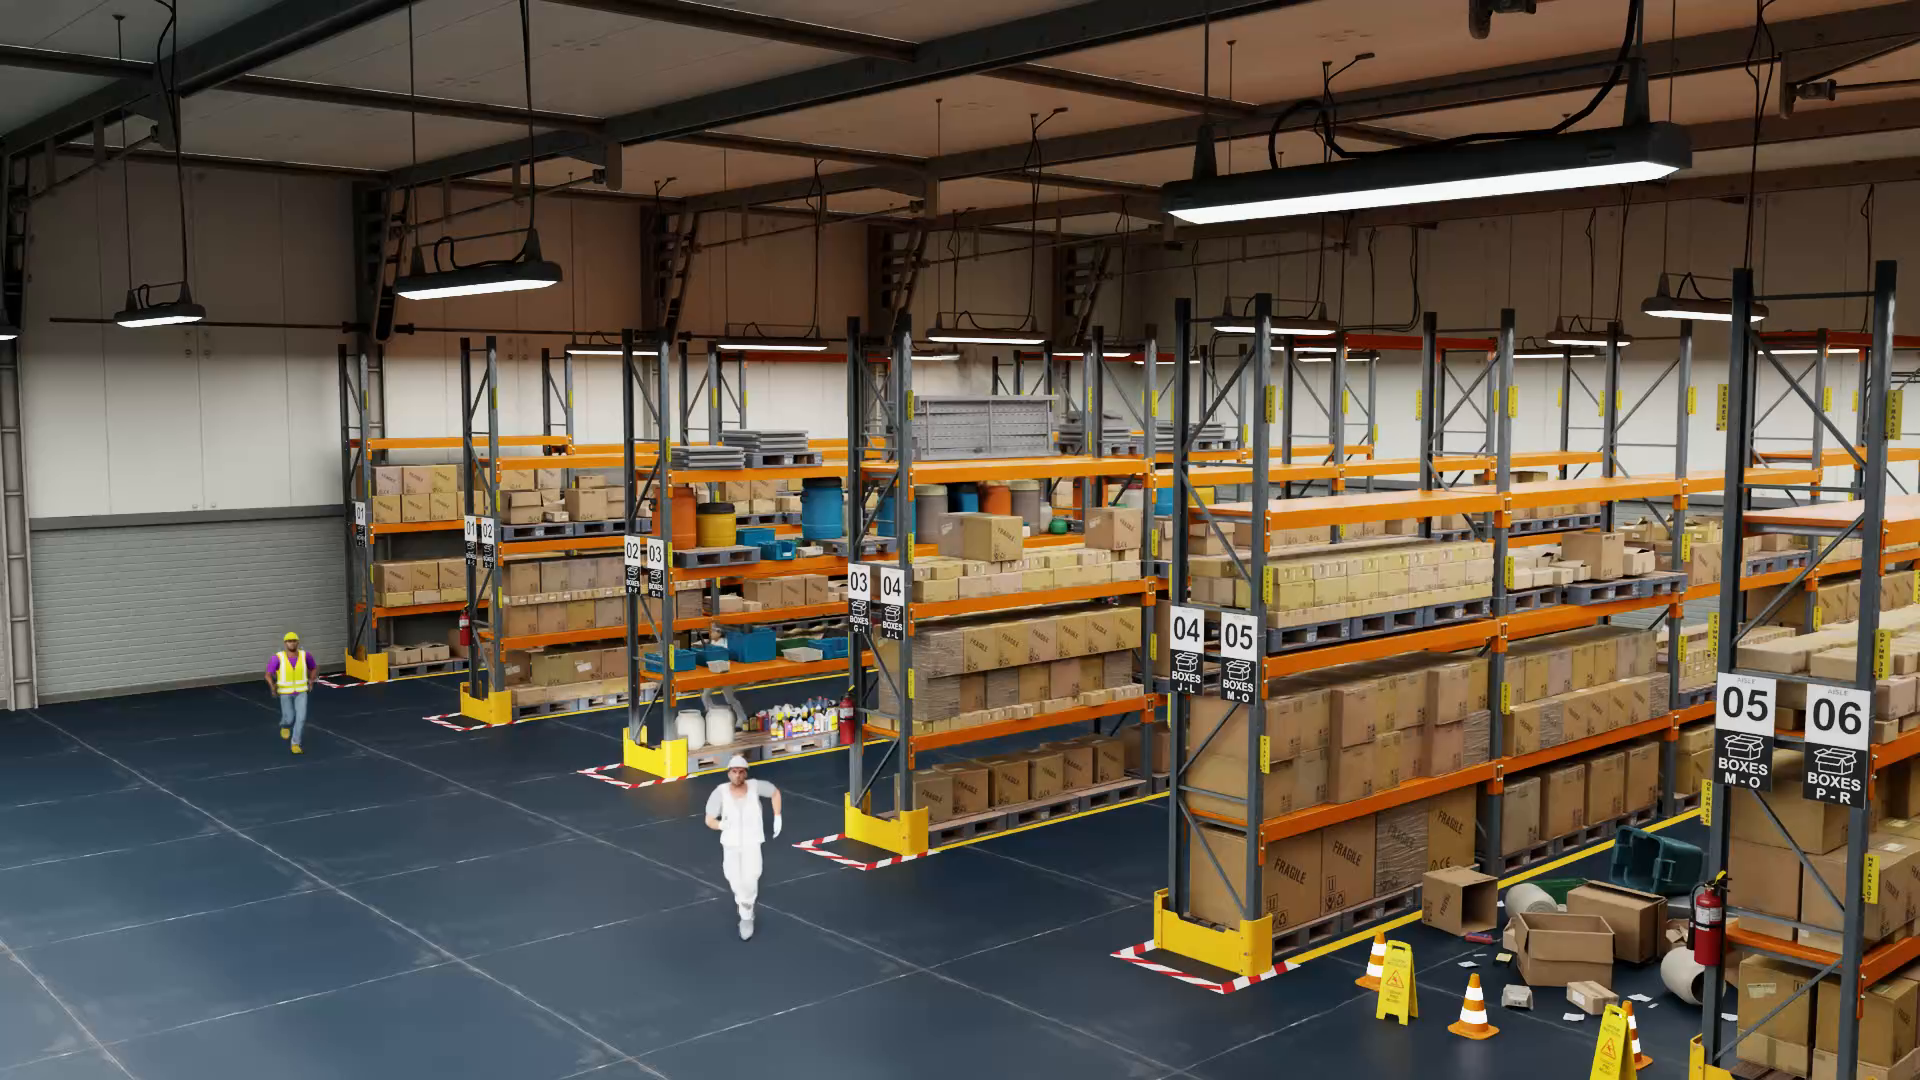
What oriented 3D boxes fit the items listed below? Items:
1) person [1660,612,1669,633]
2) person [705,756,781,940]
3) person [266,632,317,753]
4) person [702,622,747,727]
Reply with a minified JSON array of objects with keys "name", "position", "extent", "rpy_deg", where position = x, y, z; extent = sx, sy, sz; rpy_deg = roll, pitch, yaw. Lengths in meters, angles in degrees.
[{"name":"person","position":[11.377,1.946,26.649],"extent":[0.645,1.691,0.553],"rpy_deg":[-4,7,-41]},{"name":"person","position":[-2.034,2.871,15.622],"extent":[0.696,1.748,0.810],"rpy_deg":[0,5,-4]},{"name":"person","position":[-9.572,2.175,23.872],"extent":[0.702,1.723,0.652],"rpy_deg":[-3,6,-30]},{"name":"person","position":[-3.573,2.080,25.162],"extent":[0.827,1.725,0.621],"rpy_deg":[-5,7,-43]}]
